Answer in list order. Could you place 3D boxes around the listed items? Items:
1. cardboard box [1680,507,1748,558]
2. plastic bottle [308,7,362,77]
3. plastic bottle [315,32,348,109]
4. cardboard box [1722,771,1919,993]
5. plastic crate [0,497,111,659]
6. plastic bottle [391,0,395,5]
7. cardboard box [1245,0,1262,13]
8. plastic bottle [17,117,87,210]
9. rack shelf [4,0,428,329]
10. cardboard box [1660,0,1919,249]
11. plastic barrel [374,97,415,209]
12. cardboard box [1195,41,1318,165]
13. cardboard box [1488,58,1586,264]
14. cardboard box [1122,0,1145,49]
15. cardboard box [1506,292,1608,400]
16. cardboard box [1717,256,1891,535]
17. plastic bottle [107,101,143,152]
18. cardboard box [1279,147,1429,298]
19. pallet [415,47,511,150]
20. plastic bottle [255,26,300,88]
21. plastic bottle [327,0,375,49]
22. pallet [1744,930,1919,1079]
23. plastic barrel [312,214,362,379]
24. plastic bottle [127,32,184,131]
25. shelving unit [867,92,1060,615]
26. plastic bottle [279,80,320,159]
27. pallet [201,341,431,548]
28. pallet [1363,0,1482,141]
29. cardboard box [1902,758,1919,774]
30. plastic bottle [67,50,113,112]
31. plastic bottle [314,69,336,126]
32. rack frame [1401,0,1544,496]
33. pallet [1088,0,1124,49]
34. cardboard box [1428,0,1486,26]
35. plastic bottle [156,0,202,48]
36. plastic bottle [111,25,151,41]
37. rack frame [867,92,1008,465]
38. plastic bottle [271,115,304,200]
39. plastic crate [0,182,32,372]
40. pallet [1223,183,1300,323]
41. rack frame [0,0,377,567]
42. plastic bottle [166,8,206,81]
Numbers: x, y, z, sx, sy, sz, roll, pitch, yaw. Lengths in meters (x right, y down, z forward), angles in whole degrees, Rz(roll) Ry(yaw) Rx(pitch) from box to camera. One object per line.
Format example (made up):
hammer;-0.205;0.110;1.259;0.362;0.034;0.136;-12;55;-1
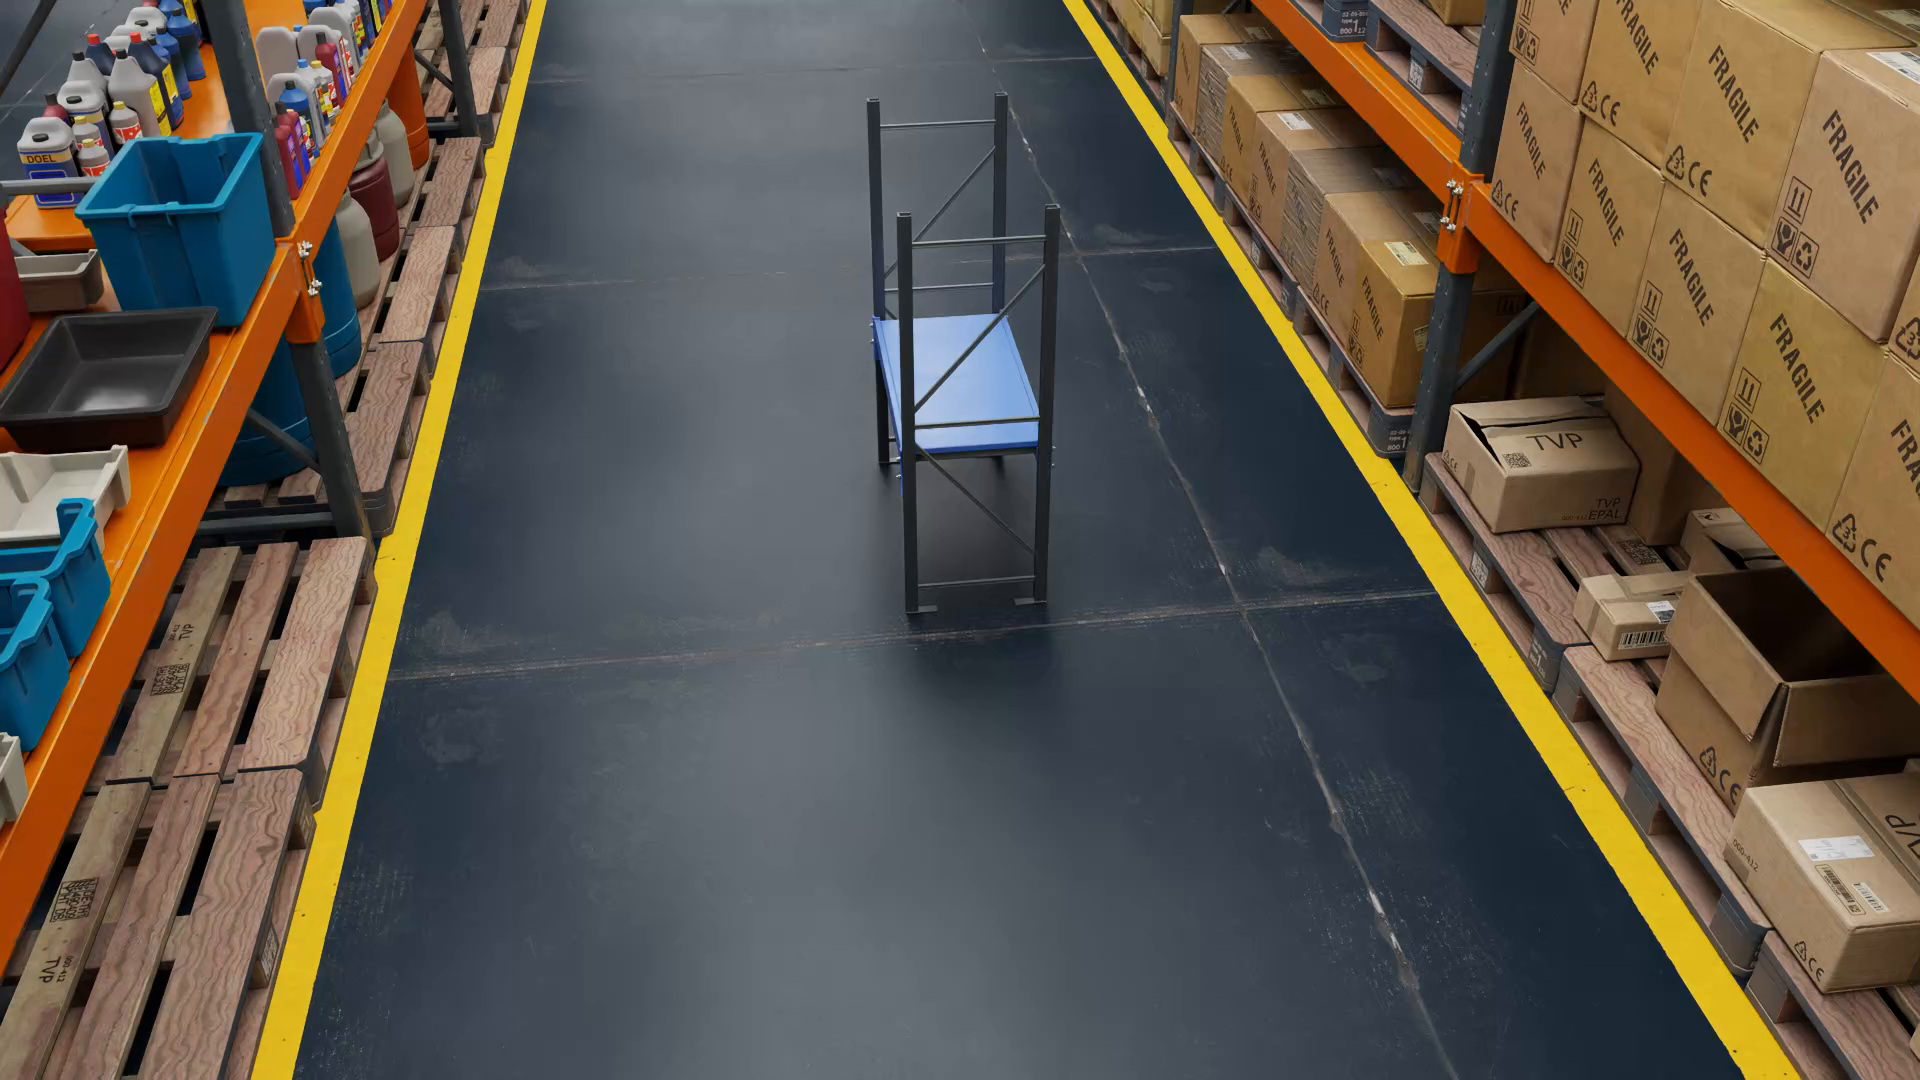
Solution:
cardboard box;2.725;0.011;5.711;0.380;0.149;0.250;-4;35;-6
plastic bottle;-2.492;-1.995;6.624;0.152;0.276;0.135;-4;35;-6
plastic bottle;-2.398;-1.797;6.328;0.061;0.283;0.133;-4;35;-6
cardboard box;2.380;0.883;4.341;0.500;0.250;0.500;-4;35;-6
plastic crate;-2.038;0.098;3.537;0.416;0.233;0.300;-4;35;-6
plastic bottle;-2.592;-2.495;7.424;0.097;0.201;0.097;0;34;0
cardboard box;1.940;-3.302;10.002;0.500;0.311;0.500;-3;34;-5
plastic bottle;-3.025;-1.257;5.542;0.152;0.276;0.135;-4;35;-6
rack shelf;-2.921;-1.932;7.060;1.077;0.370;4.000;-4;35;-6
cardboard box;2.180;-1.082;4.197;0.500;0.500;0.500;-5;35;-8
plastic barrel;-2.942;-1.911;8.226;0.421;0.512;0.421;0;34;0
cardboard box;1.573;-2.300;8.790;0.500;0.500;0.500;-6;35;-8
cardboard box;2.056;-1.222;5.291;0.500;0.500;0.500;-4;34;-5
cardboard box;1.334;-3.318;10.524;0.500;0.250;0.500;-5;35;-7
cardboard box;2.434;-0.923;6.770;0.500;0.500;0.500;-6;35;-9
cardboard box;2.263;-0.374;4.046;0.500;0.500;0.500;-5;35;-7
plastic bottle;-2.953;-1.450;5.891;0.097;0.201;0.097;0;34;0
cardboard box;1.782;-1.445;7.536;0.500;0.500;0.500;-4;34;-6
pallet;-3.255;-2.628;9.919;1.003;0.211;1.213;-4;35;-6
plastic bottle;-2.612;-1.854;6.417;0.152;0.276;0.135;-4;35;-6
plastic bottle;-2.536;-2.224;6.894;0.144;0.351;0.185;-4;35;-6
pallet;2.677;1.411;3.992;1.003;0.211;1.213;-4;35;-6
plastic barrel;-2.803;-1.120;6.720;0.600;0.901;0.708;-4;35;-6
plastic bottle;-2.982;-1.695;6.117;0.144;0.351;0.185;-4;35;-6
shelving unit;-0.011;-0.667;5.897;0.538;1.500;1.048;-4;35;-6
plastic bottle;-2.343;-1.489;5.885;0.097;0.271;0.097;0;34;0
pallet;-2.714;-0.395;6.642;1.003;0.211;1.213;-4;35;-6
pallet;2.258;-1.861;6.488;1.003;0.211;1.213;-4;35;-6
cardboard box;2.869;0.817;4.438;0.500;0.250;0.500;-4;35;-6
plastic bottle;-3.100;-1.581;5.950;0.144;0.351;0.185;-4;35;-6
plastic bottle;-2.387;-1.643;6.174;0.097;0.201;0.097;0;34;0
rack frame;2.257;-1.486;5.767;1.000;3.000;0.127;-4;35;-6
pallet;1.486;-3.708;11.503;1.003;0.211;1.213;-4;35;-6
cardboard box;2.260;-2.361;6.590;0.700;0.500;0.500;1;34;1
plastic bottle;-3.248;-2.196;6.852;0.144;0.351;0.185;-4;35;-6
plastic bottle;-3.160;-1.818;6.364;0.152;0.276;0.135;-4;35;-6
rack frame;-0.080;-0.951;6.314;0.500;1.500;0.032;-4;35;-6
plastic bottle;-2.278;-1.302;5.600;0.061;0.283;0.133;-4;35;-6
plastic crate;-2.780;-0.647;4.426;0.402;0.464;0.583;-4;35;-6
pallet;1.943;-1.467;8.216;1.003;0.211;1.213;-4;35;-6
rack frame;-2.652;-1.113;5.220;1.000;3.000;0.127;-4;35;-6
plastic bottle;-3.070;-1.965;6.584;0.097;0.271;0.097;0;34;0
